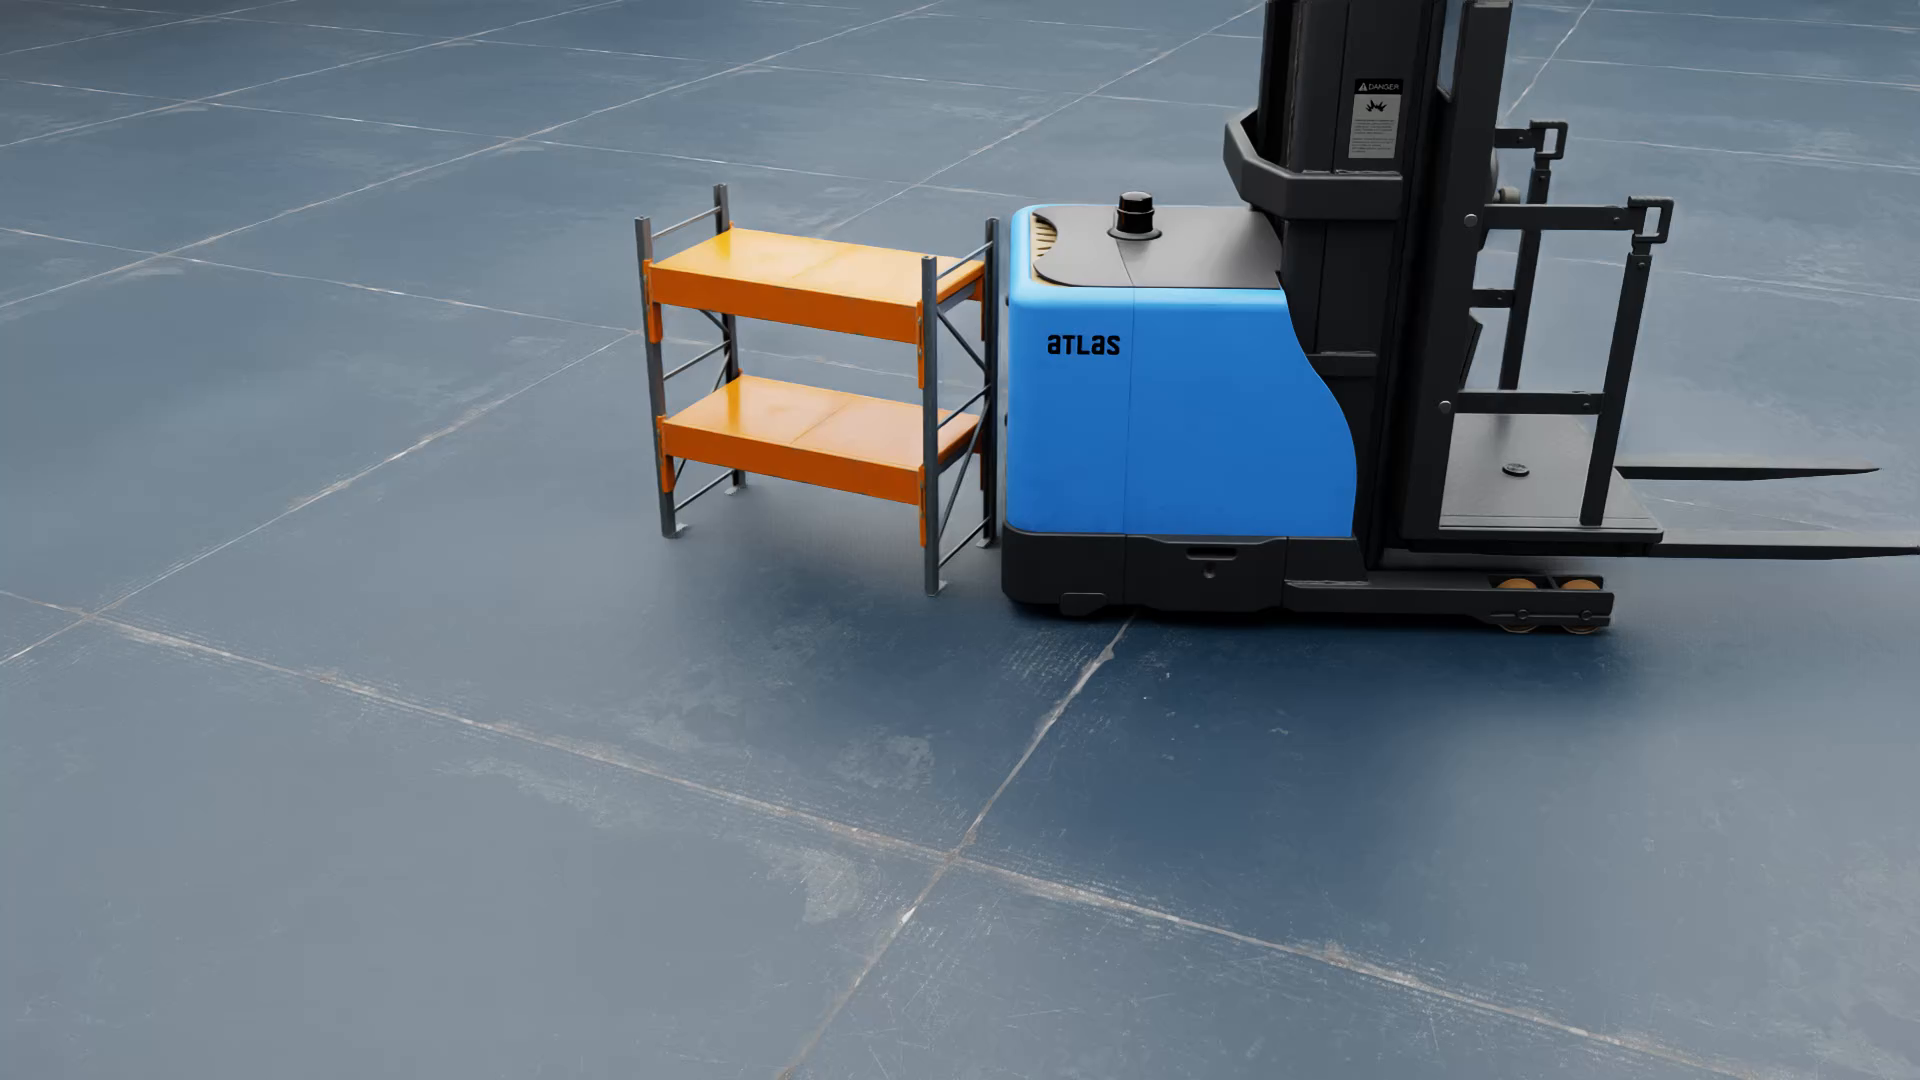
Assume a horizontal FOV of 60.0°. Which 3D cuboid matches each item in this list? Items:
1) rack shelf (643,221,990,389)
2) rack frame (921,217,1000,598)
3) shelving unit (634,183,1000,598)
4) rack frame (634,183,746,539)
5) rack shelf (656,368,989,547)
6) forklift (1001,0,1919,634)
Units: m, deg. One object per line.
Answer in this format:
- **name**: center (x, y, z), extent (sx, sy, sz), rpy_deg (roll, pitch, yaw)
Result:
- **rack shelf**: center (-0.454, -0.779, 5.396), extent (1.000, 0.278, 0.538), rpy_deg (12, 29, 23)
- **rack frame**: center (0.006, -0.421, 5.331), extent (0.032, 1.125, 0.500), rpy_deg (12, 29, 23)
- **shelving unit**: center (-0.454, -0.516, 5.525), extent (1.048, 1.125, 0.538), rpy_deg (12, 29, 23)
- **rack frame**: center (-0.914, -0.612, 5.720), extent (0.032, 1.125, 0.500), rpy_deg (12, 29, 23)
- **rack shelf**: center (-0.454, -0.297, 5.633), extent (1.000, 0.278, 0.538), rpy_deg (12, 29, 23)
- **forklift**: center (1.660, -1.263, 4.996), extent (3.031, 2.935, 1.130), rpy_deg (1, 26, 2)
